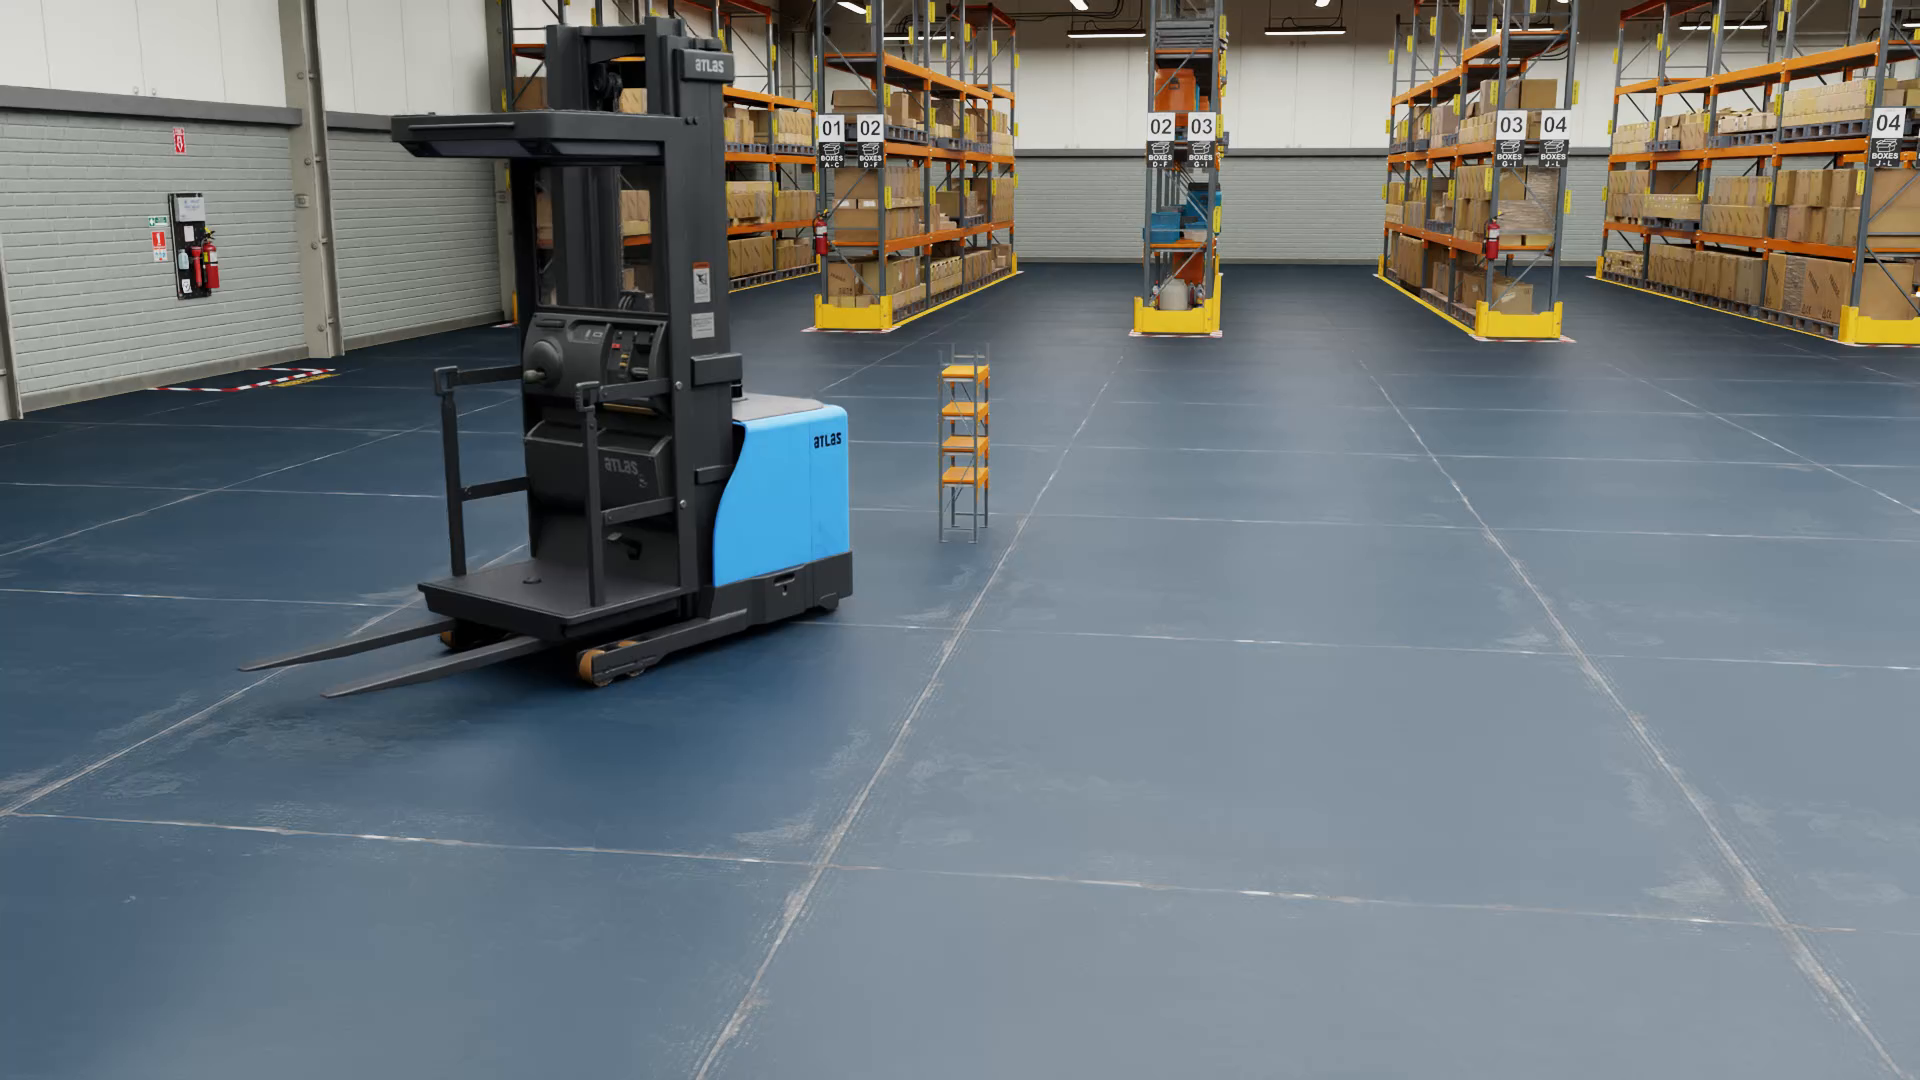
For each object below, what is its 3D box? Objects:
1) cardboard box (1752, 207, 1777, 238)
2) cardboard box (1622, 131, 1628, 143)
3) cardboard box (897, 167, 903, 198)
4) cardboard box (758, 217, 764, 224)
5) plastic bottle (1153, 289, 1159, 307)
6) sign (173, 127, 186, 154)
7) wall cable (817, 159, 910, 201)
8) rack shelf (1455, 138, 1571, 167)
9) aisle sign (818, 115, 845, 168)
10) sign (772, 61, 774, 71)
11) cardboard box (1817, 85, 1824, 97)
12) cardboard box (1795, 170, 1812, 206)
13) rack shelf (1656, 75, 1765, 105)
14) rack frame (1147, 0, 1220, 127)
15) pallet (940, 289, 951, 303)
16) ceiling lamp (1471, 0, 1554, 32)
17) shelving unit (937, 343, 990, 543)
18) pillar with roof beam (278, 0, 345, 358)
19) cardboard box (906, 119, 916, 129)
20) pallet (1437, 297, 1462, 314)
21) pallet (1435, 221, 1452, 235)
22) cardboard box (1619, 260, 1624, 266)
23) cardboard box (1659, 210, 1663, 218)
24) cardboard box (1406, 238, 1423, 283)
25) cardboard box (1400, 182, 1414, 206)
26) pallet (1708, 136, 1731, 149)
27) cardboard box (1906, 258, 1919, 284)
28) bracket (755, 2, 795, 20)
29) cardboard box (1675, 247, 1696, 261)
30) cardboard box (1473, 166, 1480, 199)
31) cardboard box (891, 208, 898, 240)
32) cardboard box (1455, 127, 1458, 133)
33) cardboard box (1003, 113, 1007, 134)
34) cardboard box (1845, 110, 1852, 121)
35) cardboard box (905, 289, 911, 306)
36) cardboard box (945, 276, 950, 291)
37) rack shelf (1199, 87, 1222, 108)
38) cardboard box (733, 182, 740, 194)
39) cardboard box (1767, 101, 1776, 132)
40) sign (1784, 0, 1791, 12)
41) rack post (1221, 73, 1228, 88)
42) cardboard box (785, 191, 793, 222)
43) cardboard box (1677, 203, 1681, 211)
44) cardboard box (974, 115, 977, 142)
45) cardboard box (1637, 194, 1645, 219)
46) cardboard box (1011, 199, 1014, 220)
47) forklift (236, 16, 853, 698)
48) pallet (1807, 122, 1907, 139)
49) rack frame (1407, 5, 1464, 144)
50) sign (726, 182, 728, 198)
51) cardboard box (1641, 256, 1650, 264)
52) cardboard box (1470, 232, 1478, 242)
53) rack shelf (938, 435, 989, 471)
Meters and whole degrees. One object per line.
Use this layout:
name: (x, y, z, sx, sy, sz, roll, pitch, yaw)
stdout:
cardboard box: (13.462, -5.254, 27.516, 0.500, 0.500, 0.500, 2, 12, 8)
cardboard box: (14.999, -8.927, 36.845, 0.500, 0.250, 0.500, 2, 12, 9)
cardboard box: (-1.321, -5.868, 27.287, 0.700, 0.500, 0.500, 2, 12, 9)
cardboard box: (-4.547, -7.061, 36.687, 0.380, 0.149, 0.250, 2, 12, 9)
plastic bottle: (3.167, -3.929, 27.026, 0.152, 0.276, 0.135, 2, 12, 9)
sign: (-8.725, -4.465, 18.588, 0.001, 0.298, 0.199, 2, 12, 9)
wall cable: (-2.854, -10.830, 46.755, 3.097, 2.526, 0.112, 2, 12, 9)
rack shelf: (8.453, -5.968, 25.653, 1.077, 0.370, 4.000, 2, 12, 9)
aisle sign: (-1.943, -6.025, 25.161, 0.394, 0.787, 0.004, 2, 12, 9)
sign: (-4.624, -11.735, 40.993, 0.100, 0.325, 0.005, 2, 12, 9)
cardboard box: (13.020, -6.694, 24.784, 0.380, 0.149, 0.250, 2, 12, 8)
cardboard box: (13.367, -5.387, 25.452, 0.875, 0.550, 0.550, 2, 12, 9)
rack shelf: (14.569, -8.722, 32.263, 1.077, 0.370, 4.000, 2, 12, 9)
rack frame: (3.252, -7.530, 24.074, 1.000, 3.000, 0.127, 2, 12, 9)
pallet: (-0.767, -4.638, 31.511, 1.003, 0.211, 1.213, 2, 12, 9)
ceiling lamp: (13.524, -14.030, 40.381, 2.000, 3.185, 0.800, 2, 12, 9)
shelving unit: (0.025, -0.621, 10.527, 0.258, 1.200, 0.503, 2, 12, 9)
pillar with roof beam: (-3.954, -6.636, 19.927, 9.100, 9.000, 0.400, 2, 12, 9)
cardboard box: (-0.943, -6.949, 27.764, 0.380, 0.149, 0.250, 2, 12, 9)
pallet: (8.879, -4.069, 28.871, 1.003, 0.211, 1.213, 2, 12, 9)
pallet: (9.112, -5.595, 29.791, 1.003, 0.211, 1.213, 2, 12, 9)
cardboard box: (15.016, -6.225, 37.323, 0.380, 0.149, 0.250, 1, 12, 6)
cardboard box: (14.166, -6.497, 33.118, 0.380, 0.149, 0.250, 2, 12, 8)
cardboard box: (9.647, -5.597, 33.392, 1.225, 0.875, 0.875, 2, 12, 9)
cardboard box: (9.798, -7.478, 35.942, 0.500, 0.500, 0.500, 2, 12, 10)
pallet: (14.215, -7.159, 29.920, 1.213, 0.211, 1.003, 2, 12, 11)
cardboard box: (19.767, -5.649, 33.631, 0.875, 0.875, 0.875, 2, 12, 10)
bracket: (-4.628, -12.894, 40.418, 0.076, 0.066, 4.783, 2, 12, 9)
cardboard box: (14.174, -5.527, 32.175, 0.500, 0.250, 0.500, 2, 12, 9)
cardboard box: (8.137, -5.451, 25.349, 0.500, 0.500, 0.500, 2, 12, 9)
cardboard box: (-1.400, -5.117, 26.880, 0.700, 0.500, 0.500, 2, 12, 9)
cardboard box: (8.950, -7.221, 29.316, 0.380, 0.166, 0.250, 2, 12, 7)
cardboard box: (0.756, -9.986, 39.979, 0.700, 0.500, 0.500, 2, 12, 9)
cardboard box: (12.826, -6.039, 23.637, 0.380, 0.149, 0.250, 2, 12, 9)
cardboard box: (-1.108, -4.036, 27.633, 0.500, 0.250, 0.500, 2, 12, 9)
cardboard box: (-0.484, -4.849, 31.402, 0.500, 0.250, 0.500, 2, 12, 10)
rack shelf: (4.790, -9.065, 33.851, 1.077, 0.370, 4.000, 2, 12, 9)
cardboard box: (-4.901, -7.352, 34.719, 0.500, 0.250, 0.500, 2, 12, 8)
cardboard box: (14.271, -7.319, 28.743, 0.500, 0.500, 0.500, 2, 12, 9)
sign: (13.108, -8.531, 26.313, 0.100, 0.325, 0.005, 2, 12, 9)
rack post: (4.912, -9.358, 33.744, 0.937, 0.300, 0.954, 3, 13, 15)
cardboard box: (-4.475, -7.827, 38.981, 0.980, 0.700, 0.700, 2, 12, 7)
cardboard box: (13.965, -6.377, 31.855, 0.380, 0.149, 0.250, 2, 12, 10)
cardboard box: (0.053, -8.924, 36.189, 0.600, 0.600, 0.600, 1, 12, 3)
cardboard box: (14.672, -7.057, 35.177, 0.500, 0.500, 0.500, 2, 12, 9)
cardboard box: (1.019, -8.036, 40.425, 0.500, 0.500, 0.500, 2, 12, 10)
forklift: (-1.853, -0.893, 7.678, 1.130, 2.935, 3.031, 9, 15, 36)
pallet: (13.320, -6.088, 24.712, 1.003, 0.211, 1.213, 2, 12, 9)
rack frame: (9.991, -9.868, 34.921, 1.000, 3.000, 0.127, 2, 12, 9)
sign: (-4.770, -7.095, 33.737, 0.100, 0.325, 0.005, 2, 12, 9)
cardboard box: (14.674, -5.938, 35.286, 0.380, 0.149, 0.250, 2, 12, 10)
cardboard box: (8.112, -4.696, 25.759, 0.380, 0.149, 0.250, 2, 12, 9)
rack shelf: (0.025, -0.555, 10.541, 0.258, 0.148, 0.480, 2, 12, 9)
